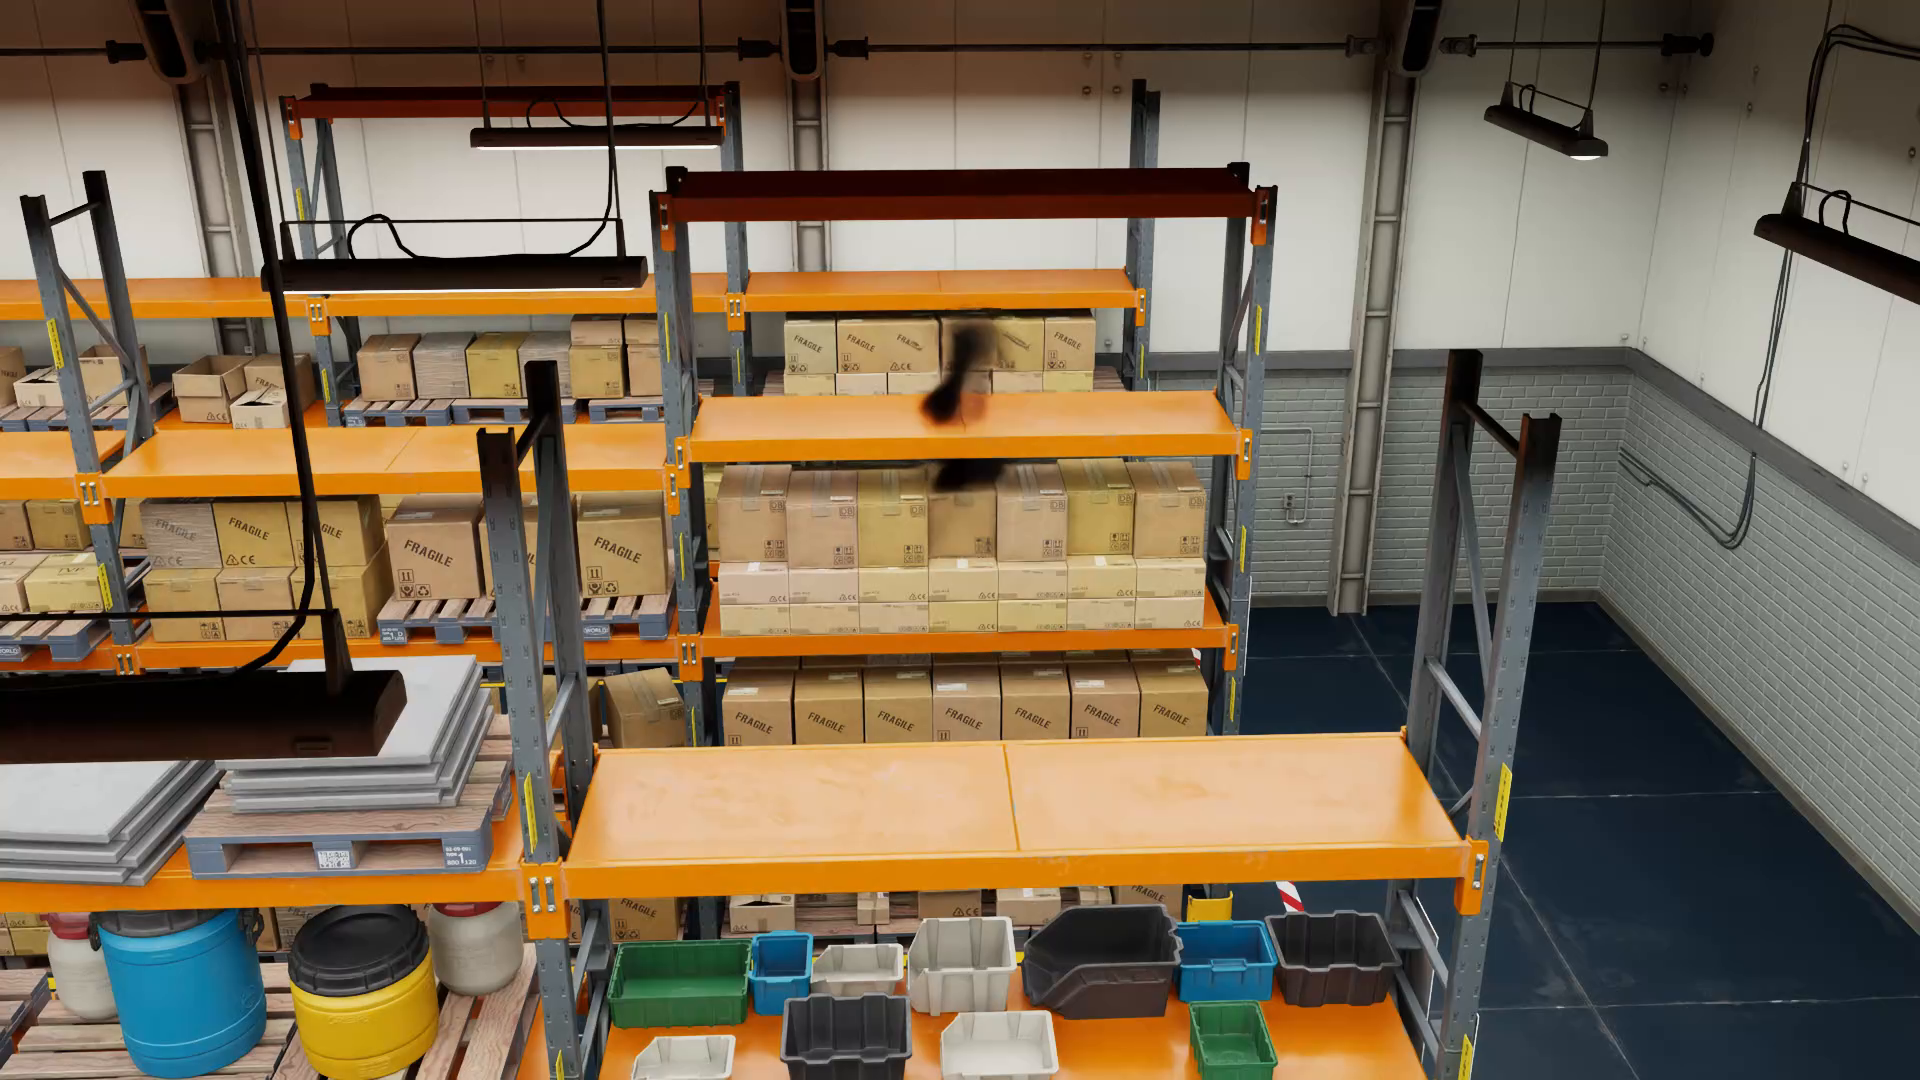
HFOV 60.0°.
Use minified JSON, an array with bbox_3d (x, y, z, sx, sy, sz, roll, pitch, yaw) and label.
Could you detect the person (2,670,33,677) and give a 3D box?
[{"bbox_3d":[-8.036,1.836,14.575,0.742,1.630,0.610,-20,30,-41],"label":"person"}]
